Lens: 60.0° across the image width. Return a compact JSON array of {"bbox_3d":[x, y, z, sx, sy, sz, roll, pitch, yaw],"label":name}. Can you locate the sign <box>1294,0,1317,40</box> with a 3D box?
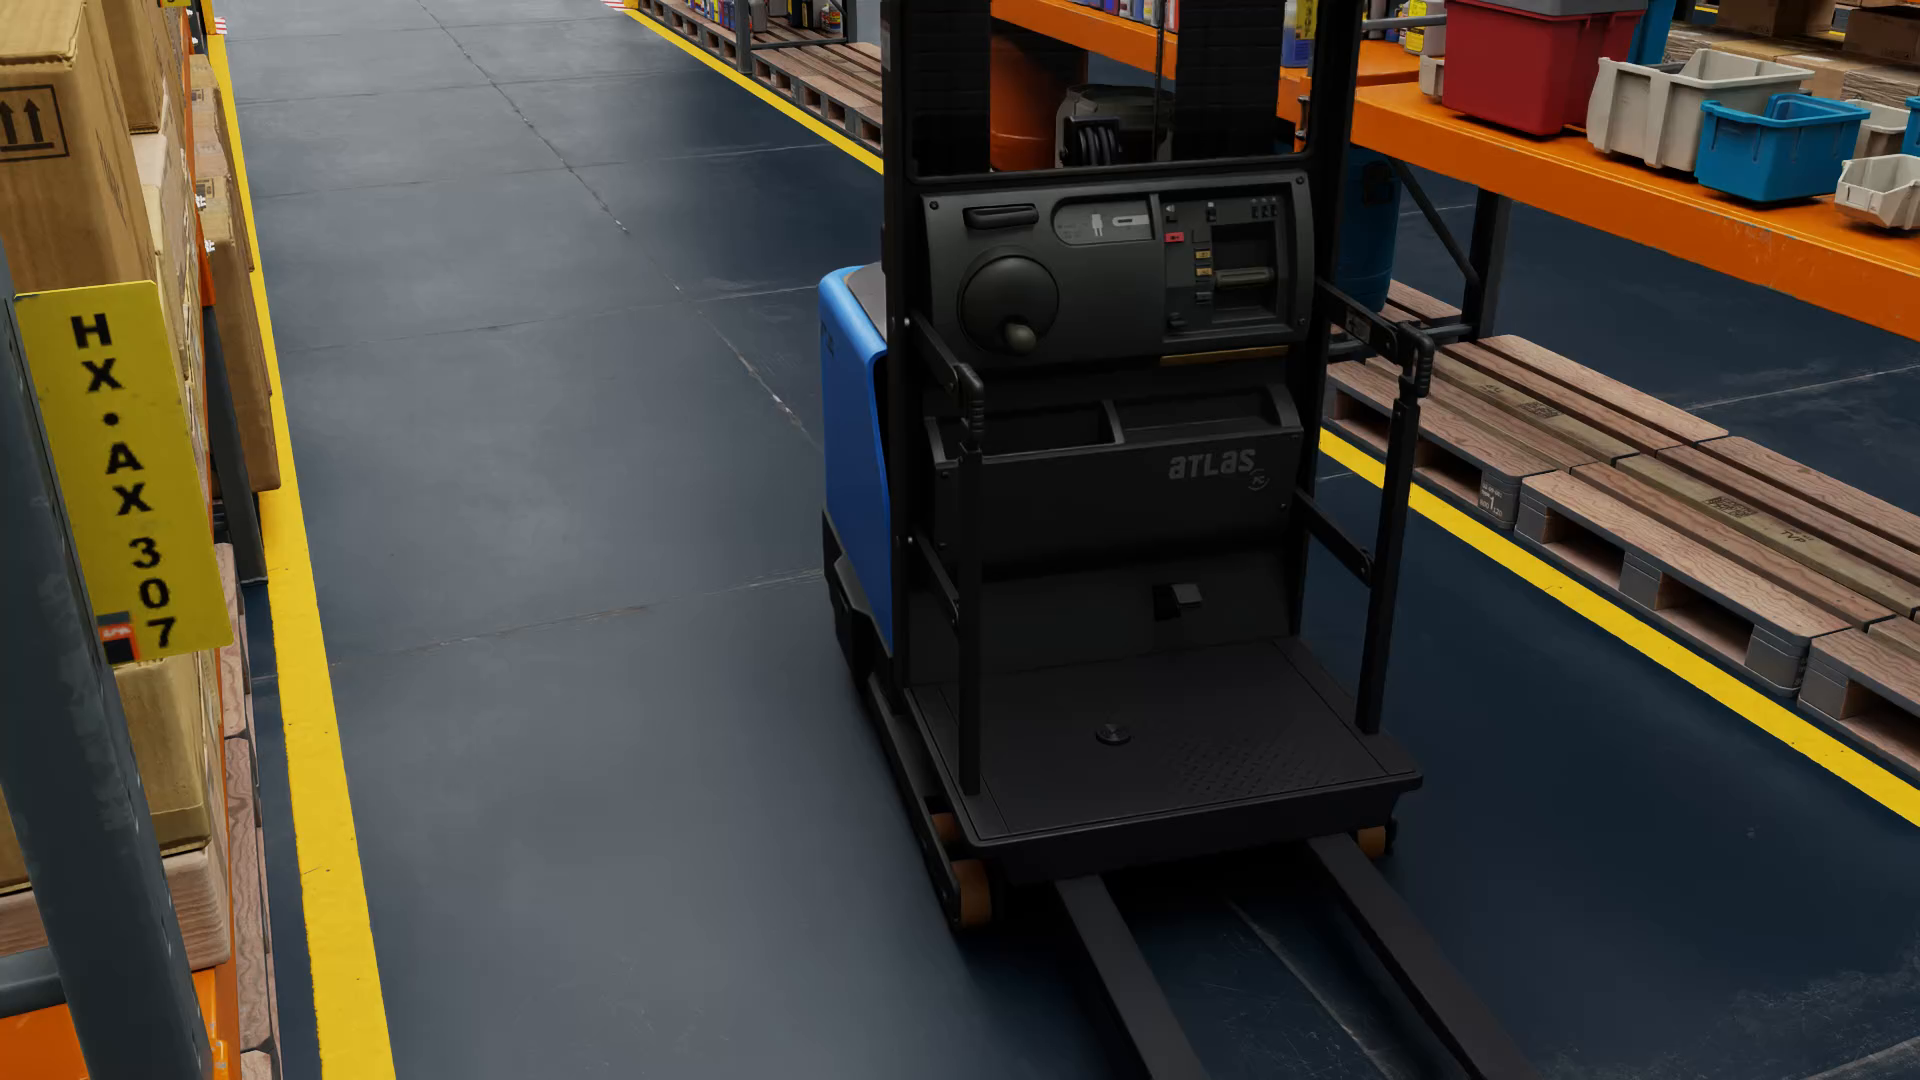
[{"bbox_3d":[1.296,-2.027,6.167,0.100,0.325,0.005,-11,28,-21],"label":"sign"}]

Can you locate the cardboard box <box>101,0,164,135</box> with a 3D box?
[{"bbox_3d":[-2.136,-1.206,3.778,0.500,0.500,0.500,-10,28,-20],"label":"cardboard box"}]

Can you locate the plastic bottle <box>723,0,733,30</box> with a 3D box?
[{"bbox_3d":[-1.922,-4.521,14.109,0.144,0.351,0.185,-12,29,-23],"label":"plastic bottle"}]

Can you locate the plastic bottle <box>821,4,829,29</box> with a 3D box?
[{"bbox_3d":[-1.131,-4.452,14.138,0.097,0.201,0.097,0,26,0],"label":"plastic bottle"}]

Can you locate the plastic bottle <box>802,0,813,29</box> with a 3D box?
[{"bbox_3d":[-1.301,-4.514,14.172,0.061,0.283,0.133,-11,28,-21],"label":"plastic bottle"}]

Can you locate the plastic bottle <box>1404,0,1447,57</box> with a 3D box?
[{"bbox_3d":[1.948,-2.188,6.869,0.144,0.351,0.185,-11,28,-21],"label":"plastic bottle"}]

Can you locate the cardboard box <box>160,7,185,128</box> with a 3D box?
[{"bbox_3d":[-2.902,-1.622,5.539,0.500,0.500,0.500,-11,28,-21],"label":"cardboard box"}]

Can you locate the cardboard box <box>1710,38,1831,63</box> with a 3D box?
[{"bbox_3d":[5.113,-2.889,10.595,0.500,0.500,0.500,-11,28,-21],"label":"cardboard box"}]

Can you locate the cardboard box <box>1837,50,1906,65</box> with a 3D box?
[{"bbox_3d":[5.792,-2.778,10.369,0.500,0.500,0.500,-12,28,-23],"label":"cardboard box"}]

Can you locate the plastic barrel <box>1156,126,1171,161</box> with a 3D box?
[{"bbox_3d":[1.190,-1.819,8.413,0.421,0.512,0.421,0,26,0],"label":"plastic barrel"}]

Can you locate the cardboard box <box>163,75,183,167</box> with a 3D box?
[{"bbox_3d":[-2.340,-1.078,4.372,0.500,0.250,0.500,-11,28,-22],"label":"cardboard box"}]

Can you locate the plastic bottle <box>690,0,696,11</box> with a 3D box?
[{"bbox_3d":[-2.401,-4.938,15.039,0.061,0.283,0.133,-10,28,-20],"label":"plastic bottle"}]

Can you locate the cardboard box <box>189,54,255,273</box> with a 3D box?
[{"bbox_3d":[-4.070,-1.712,7.780,1.225,0.875,0.875,-12,28,-23],"label":"cardboard box"}]

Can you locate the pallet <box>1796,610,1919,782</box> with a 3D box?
[{"bbox_3d":[3.082,0.532,4.420,1.003,0.211,1.213,-11,28,-21],"label":"pallet"}]

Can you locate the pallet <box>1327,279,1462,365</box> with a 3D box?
[{"bbox_3d":[1.539,-1.062,7.684,1.003,0.211,1.213,-11,28,-21],"label":"pallet"}]

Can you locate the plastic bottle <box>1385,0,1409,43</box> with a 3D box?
[{"bbox_3d":[1.900,-2.296,7.181,0.097,0.271,0.097,0,26,0],"label":"plastic bottle"}]

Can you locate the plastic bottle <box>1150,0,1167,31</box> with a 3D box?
[{"bbox_3d":[0.958,-2.450,7.490,0.152,0.276,0.135,-11,28,-21],"label":"plastic bottle"}]

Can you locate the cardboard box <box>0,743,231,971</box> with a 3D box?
[{"bbox_3d":[-1.023,0.382,1.834,0.380,0.149,0.250,-10,28,-20],"label":"cardboard box"}]

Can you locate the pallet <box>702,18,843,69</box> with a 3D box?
[{"bbox_3d":[-1.554,-4.251,14.217,1.003,0.211,1.213,-11,28,-21],"label":"pallet"}]

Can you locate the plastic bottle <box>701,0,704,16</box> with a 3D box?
[{"bbox_3d":[-2.261,-4.777,14.803,0.097,0.201,0.097,0,26,0],"label":"plastic bottle"}]

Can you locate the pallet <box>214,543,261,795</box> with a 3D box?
[{"bbox_3d":[-2.528,0.428,4.633,1.003,0.211,1.213,-11,28,-21],"label":"pallet"}]

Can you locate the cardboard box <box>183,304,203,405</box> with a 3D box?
[{"bbox_3d":[-1.731,-0.344,3.322,0.380,0.149,0.250,-10,28,-20],"label":"cardboard box"}]

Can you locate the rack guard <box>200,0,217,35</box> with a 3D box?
[{"bbox_3d":[-7.424,-4.836,15.085,1.175,0.500,0.348,-11,28,-21],"label":"rack guard"}]

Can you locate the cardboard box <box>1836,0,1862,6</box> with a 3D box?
[{"bbox_3d":[8.501,-5.295,15.525,0.700,0.500,0.500,-10,28,-20],"label":"cardboard box"}]

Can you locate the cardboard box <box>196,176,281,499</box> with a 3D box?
[{"bbox_3d":[-3.023,-0.634,5.573,1.225,0.875,0.875,-10,28,-20],"label":"cardboard box"}]

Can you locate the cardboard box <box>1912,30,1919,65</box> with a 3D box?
[{"bbox_3d":[6.005,-2.898,9.760,0.500,0.250,0.500,-11,28,-20],"label":"cardboard box"}]

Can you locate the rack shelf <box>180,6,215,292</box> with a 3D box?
[{"bbox_3d":[-3.537,-1.629,6.489,1.077,0.370,4.000,-11,28,-21],"label":"rack shelf"}]

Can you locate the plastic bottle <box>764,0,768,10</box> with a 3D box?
[{"bbox_3d":[-1.753,-4.924,15.103,0.097,0.201,0.097,0,26,0],"label":"plastic bottle"}]

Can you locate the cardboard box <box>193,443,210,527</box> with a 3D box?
[{"bbox_3d":[-1.427,-0.032,2.683,0.380,0.149,0.250,-11,28,-22],"label":"cardboard box"}]

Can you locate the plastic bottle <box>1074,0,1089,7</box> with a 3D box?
[{"bbox_3d":[0.652,-2.765,8.136,0.152,0.276,0.135,-11,28,-21],"label":"plastic bottle"}]

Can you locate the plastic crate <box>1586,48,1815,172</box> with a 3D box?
[{"bbox_3d":[2.232,-1.322,5.105,0.437,0.282,0.530,-11,28,-21],"label":"plastic crate"}]

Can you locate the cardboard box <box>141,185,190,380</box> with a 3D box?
[{"bbox_3d":[-1.740,-0.459,3.103,0.500,0.250,0.500,-11,28,-22],"label":"cardboard box"}]

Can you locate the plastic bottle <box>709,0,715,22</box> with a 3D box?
[{"bbox_3d":[-2.109,-4.684,14.528,0.152,0.276,0.135,-10,28,-20],"label":"plastic bottle"}]

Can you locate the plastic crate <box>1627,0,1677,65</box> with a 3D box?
[{"bbox_3d":[2.300,-1.886,6.144,0.392,0.384,0.575,-11,28,-21],"label":"plastic crate"}]

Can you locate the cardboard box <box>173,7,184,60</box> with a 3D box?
[{"bbox_3d":[-3.503,-2.237,6.799,0.500,0.500,0.500,-12,28,-22],"label":"cardboard box"}]

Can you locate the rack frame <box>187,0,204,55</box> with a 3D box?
[{"bbox_3d":[-5.887,-4.375,11.292,1.000,3.000,0.127,-11,28,-21],"label":"rack frame"}]

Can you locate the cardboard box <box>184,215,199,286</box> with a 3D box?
[{"bbox_3d":[-2.031,-0.654,3.958,0.380,0.149,0.250,-10,28,-20],"label":"cardboard box"}]

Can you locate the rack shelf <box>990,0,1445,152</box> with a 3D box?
[{"bbox_3d":[1.020,-2.481,8.232,1.077,0.370,4.000,-11,28,-21],"label":"rack shelf"}]

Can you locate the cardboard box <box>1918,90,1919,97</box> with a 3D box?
[{"bbox_3d":[5.719,-2.271,9.331,0.500,0.500,0.500,-10,28,-20],"label":"cardboard box"}]

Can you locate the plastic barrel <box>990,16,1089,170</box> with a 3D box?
[{"bbox_3d":[0.444,-2.630,9.713,0.600,0.830,0.708,-11,28,-21],"label":"plastic barrel"}]

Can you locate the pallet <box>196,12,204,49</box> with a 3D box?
[{"bbox_3d":[-7.138,-4.372,14.464,1.003,0.211,1.213,-11,28,-21],"label":"pallet"}]

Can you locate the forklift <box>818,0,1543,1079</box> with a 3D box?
[{"bbox_3d":[0.431,-0.596,3.631,1.130,2.935,3.031,-7,27,-13],"label":"forklift"}]

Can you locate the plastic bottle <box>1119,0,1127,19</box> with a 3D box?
[{"bbox_3d":[0.797,-2.552,7.784,0.097,0.201,0.097,0,26,0],"label":"plastic bottle"}]

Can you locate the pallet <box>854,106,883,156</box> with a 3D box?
[{"bbox_3d":[-0.031,-2.678,10.993,1.003,0.211,1.213,-11,28,-21],"label":"pallet"}]

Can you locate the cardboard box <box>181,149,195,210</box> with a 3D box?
[{"bbox_3d":[-2.333,-0.966,4.595,0.380,0.149,0.250,-10,28,-20],"label":"cardboard box"}]

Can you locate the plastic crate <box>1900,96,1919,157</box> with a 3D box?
[{"bbox_3d":[2.943,-1.142,4.793,0.416,0.233,0.300,-11,28,-21],"label":"plastic crate"}]
